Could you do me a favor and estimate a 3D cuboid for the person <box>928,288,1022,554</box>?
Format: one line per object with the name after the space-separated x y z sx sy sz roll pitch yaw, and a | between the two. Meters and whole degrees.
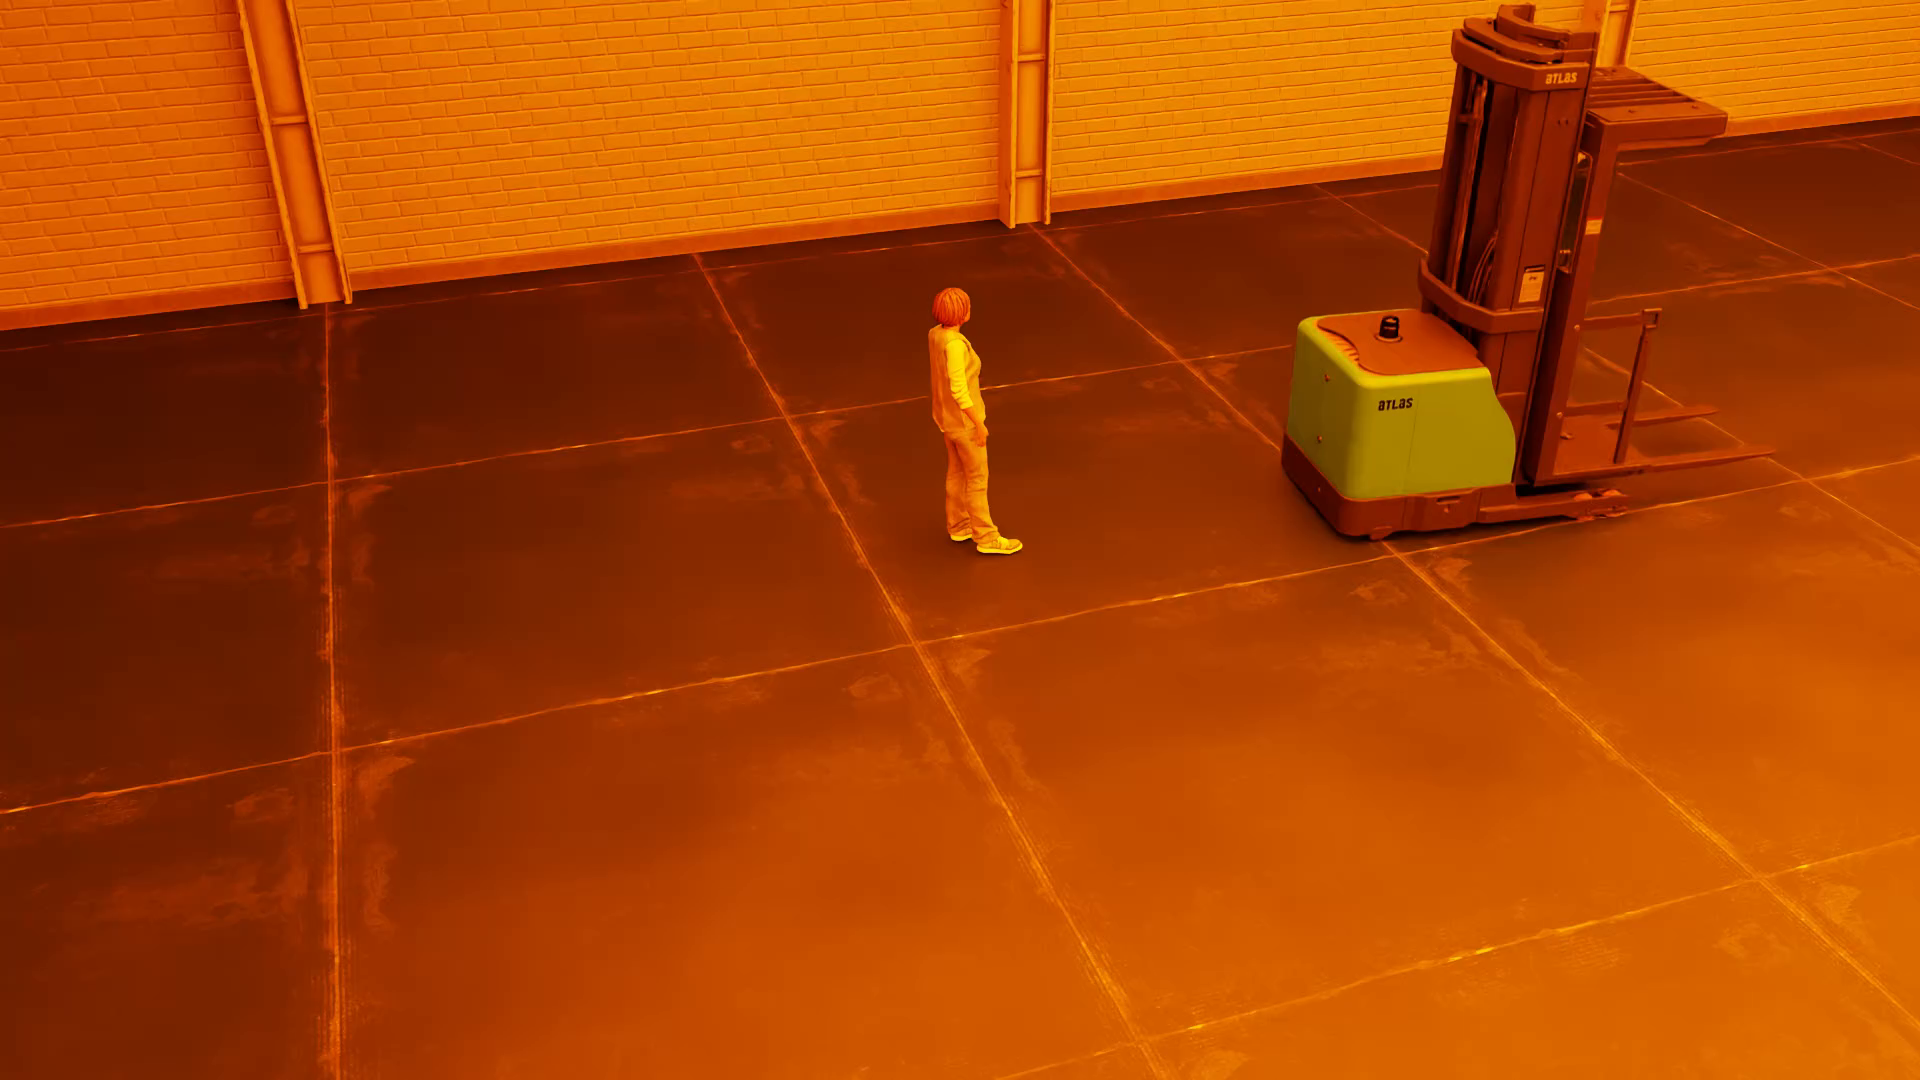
0.074 -0.694 9.638 0.475 1.574 0.520 -10 31 -16 | person

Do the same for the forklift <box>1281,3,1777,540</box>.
3.641 -1.639 9.936 3.031 2.935 1.130 -6 31 -11 | forklift
